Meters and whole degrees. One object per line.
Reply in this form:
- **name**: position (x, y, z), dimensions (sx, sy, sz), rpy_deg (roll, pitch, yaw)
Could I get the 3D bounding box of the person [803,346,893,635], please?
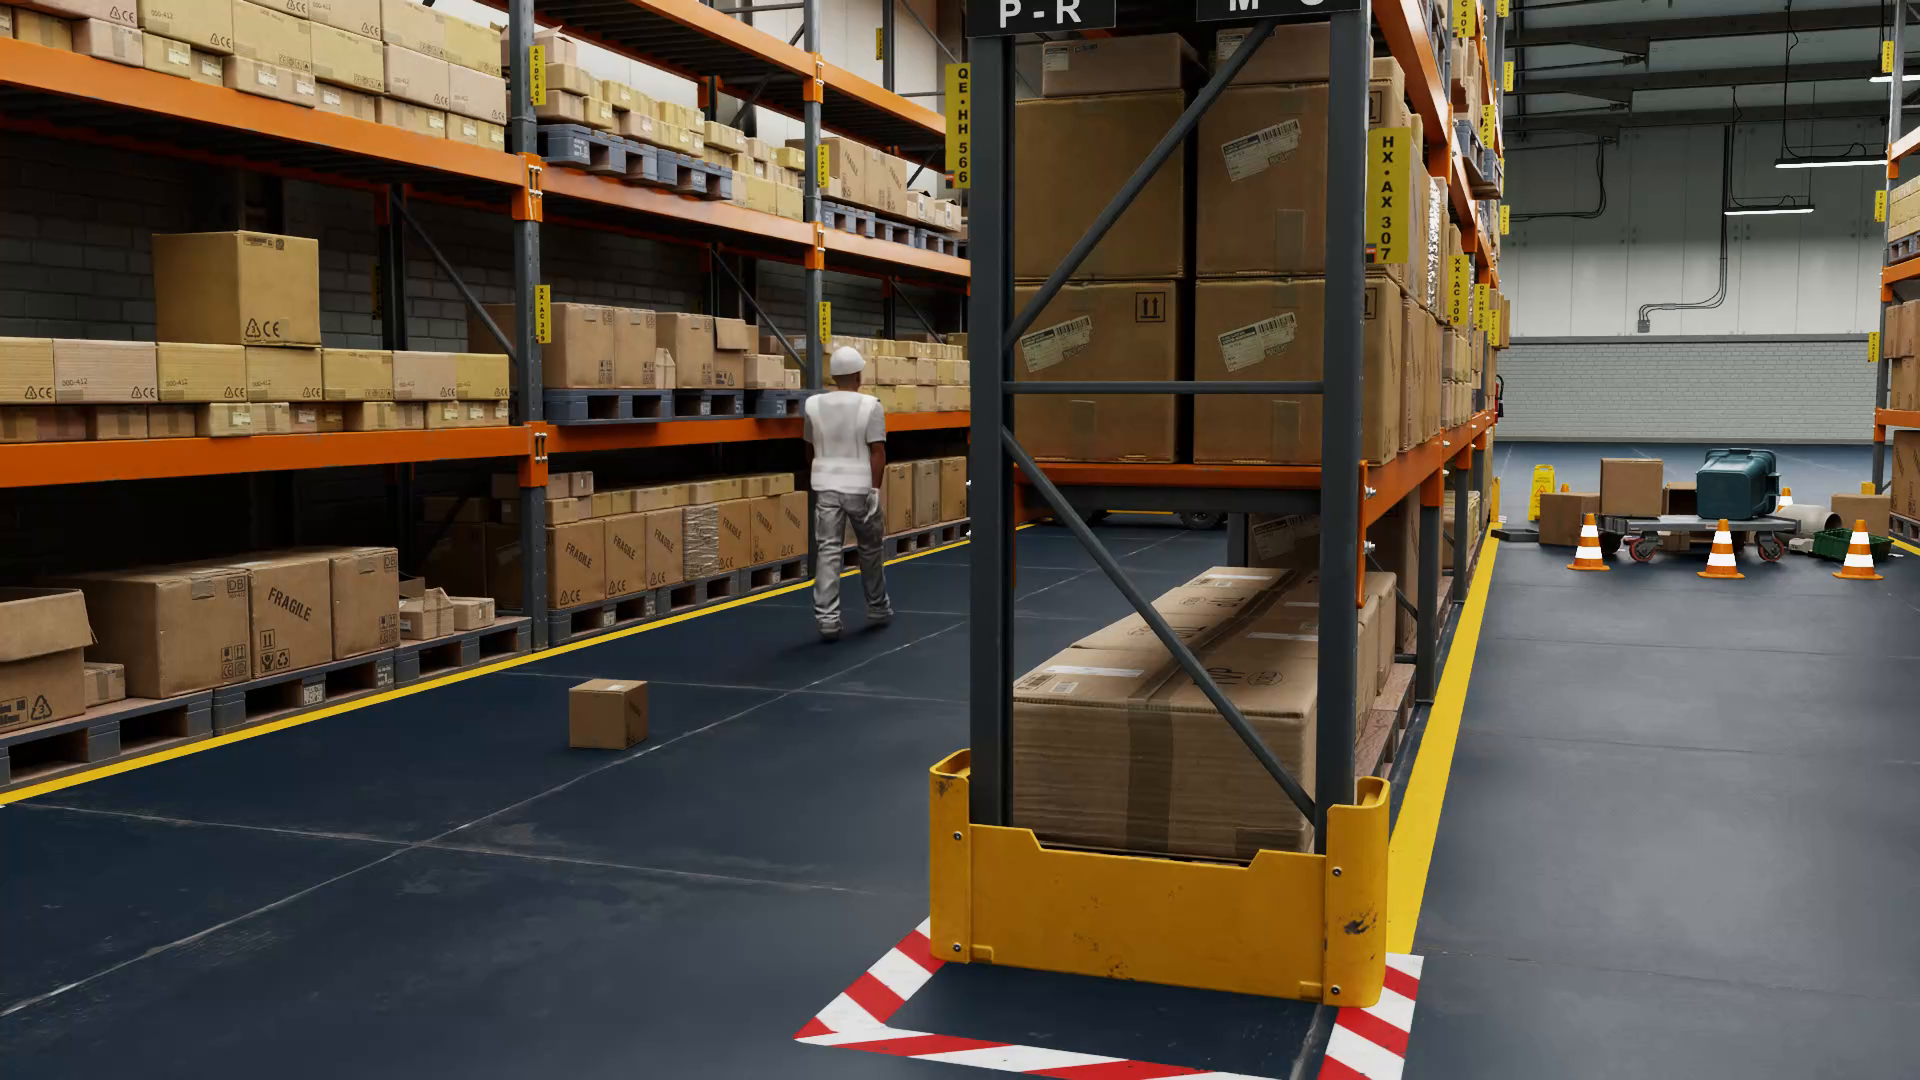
- **person**: position (-0.680, -0.328, 10.288), dimensions (0.546, 1.722, 1.013), rpy_deg (1, 5, 9)
